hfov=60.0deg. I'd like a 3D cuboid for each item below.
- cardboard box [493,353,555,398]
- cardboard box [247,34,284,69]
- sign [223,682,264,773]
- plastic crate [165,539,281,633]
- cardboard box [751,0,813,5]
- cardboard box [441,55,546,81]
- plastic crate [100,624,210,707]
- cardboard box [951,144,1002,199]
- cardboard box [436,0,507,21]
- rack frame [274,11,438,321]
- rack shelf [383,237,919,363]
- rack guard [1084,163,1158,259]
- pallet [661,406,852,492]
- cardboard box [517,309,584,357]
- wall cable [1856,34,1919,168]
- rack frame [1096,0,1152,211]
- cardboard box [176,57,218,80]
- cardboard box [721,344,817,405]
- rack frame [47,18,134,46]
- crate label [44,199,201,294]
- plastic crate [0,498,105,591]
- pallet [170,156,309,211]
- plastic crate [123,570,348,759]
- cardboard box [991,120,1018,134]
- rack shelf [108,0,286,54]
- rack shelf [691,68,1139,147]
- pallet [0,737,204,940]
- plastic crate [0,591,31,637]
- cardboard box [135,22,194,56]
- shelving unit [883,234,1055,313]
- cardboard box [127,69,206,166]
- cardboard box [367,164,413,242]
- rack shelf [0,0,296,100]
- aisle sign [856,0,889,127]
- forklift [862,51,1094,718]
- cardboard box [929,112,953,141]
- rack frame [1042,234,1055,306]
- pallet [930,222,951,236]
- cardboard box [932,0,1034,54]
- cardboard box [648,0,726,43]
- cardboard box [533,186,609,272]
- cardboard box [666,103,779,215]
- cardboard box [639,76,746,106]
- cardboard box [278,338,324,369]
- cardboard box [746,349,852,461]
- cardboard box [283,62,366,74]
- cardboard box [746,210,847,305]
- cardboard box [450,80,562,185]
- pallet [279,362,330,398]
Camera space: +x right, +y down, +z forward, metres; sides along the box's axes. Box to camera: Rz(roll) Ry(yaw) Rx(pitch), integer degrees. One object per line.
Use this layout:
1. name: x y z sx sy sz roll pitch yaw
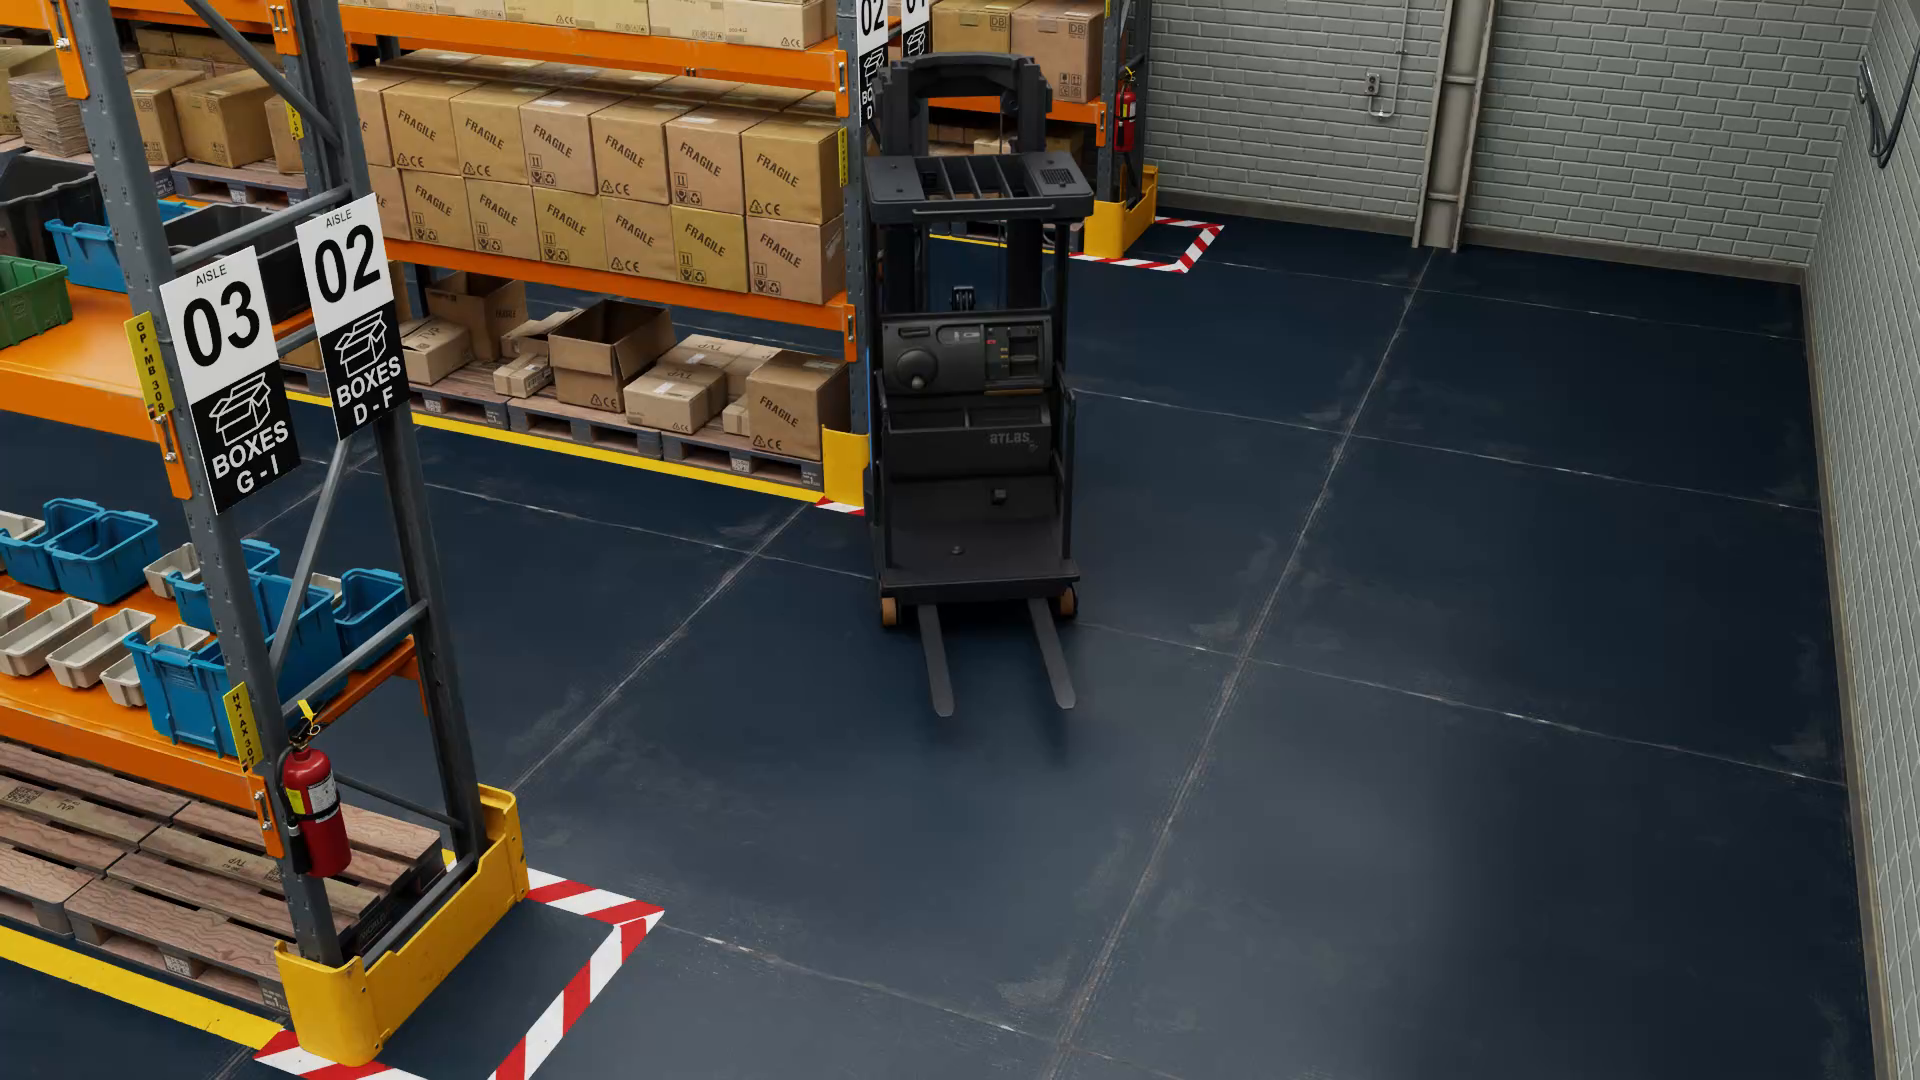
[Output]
1. cardboard box: -3.030 -1.153 11.585 0.250 0.166 0.380 11 31 19
2. cardboard box: -7.182 -5.199 17.643 0.500 0.250 0.500 12 32 20
3. sign: -2.494 0.654 5.790 0.005 0.325 0.100 11 31 19
4. plastic crate: -3.017 0.200 6.868 0.300 0.233 0.416 11 31 19
5. cardboard box: -1.008 -3.224 9.412 0.500 0.250 0.500 11 31 19
6. cardboard box: -3.101 -2.936 11.190 0.500 0.500 0.500 11 31 18
7. plastic crate: -3.126 0.491 6.450 0.243 0.136 0.396 11 31 19
8. cardboard box: 0.273 -3.317 15.095 0.500 0.500 0.700 11 31 19
9. cardboard box: -2.861 -3.377 10.192 0.500 0.250 0.500 11 31 19
10. rack frame: -4.143 -2.527 11.583 0.127 3.000 1.000 11 31 19
11. rack shelf: -2.289 -1.844 11.106 4.000 0.370 1.077 11 31 19
12. rack guard: 1.445 -2.953 14.879 0.348 0.500 1.175 11 31 19
13. pallet: -1.246 -0.734 11.245 1.213 0.211 1.003 11 31 19
14. cardboard box: -2.813 -1.433 11.933 0.500 0.311 0.500 11 31 19
15. wall cable: 6.529 -4.097 11.420 0.112 2.526 3.097 11 31 19
16. rack frame: 1.423 -4.046 14.271 0.127 3.000 1.000 11 31 19
17. cardboard box: -8.053 -5.055 18.150 0.500 0.500 0.700 12 32 20
18. cardboard box: -1.297 -1.104 11.413 0.500 0.250 0.500 11 31 19
19. rack frame: -9.697 -6.266 18.199 0.127 3.000 1.000 11 31 19
20. crate label: -3.035 -1.088 6.141 0.502 0.251 0.408 11 31 19
21. plastic crate: -3.905 0.023 7.181 0.300 0.233 0.416 11 31 19
22. pallet: -4.842 -2.641 11.980 1.213 0.211 1.003 11 31 19
23. plastic crate: -2.683 0.453 6.215 0.499 0.435 0.616 11 31 19
24. cardboard box: 0.458 -3.668 15.057 0.250 0.149 0.380 11 31 19
25. rack shelf: -5.996 -3.889 11.677 4.000 0.370 1.077 11 31 19
26. rack shelf: -0.430 -4.103 15.103 4.000 0.370 1.077 11 31 19
27. pallet: -4.178 1.288 7.667 1.213 0.211 1.003 11 31 19
28. plastic crate: -3.937 0.345 6.710 0.250 0.136 0.298 11 31 19
29. cardboard box: -8.599 -5.487 18.152 0.500 0.250 0.500 11 31 18
30. shelving unit: 0.077 -1.279 10.814 1.048 1.500 0.538 -15 39 -22
31. cardboard box: -5.803 -3.052 11.984 0.500 0.500 0.700 4 30 6
32. cardboard box: -3.773 -2.352 11.172 0.500 0.500 0.500 12 32 20
33. rack shelf: -4.155 -2.023 5.733 4.000 0.370 1.077 11 31 19
34. aisle sign: -0.488 -2.766 9.365 0.004 0.787 0.394 11 31 19
35. forklift: 0.068 -0.971 8.901 1.130 2.935 3.031 -3 30 -5
36. cardboard box: -0.248 -3.809 15.306 0.250 0.149 0.380 12 31 20
37. rack frame: 0.535 -1.399 11.001 0.032 1.500 0.500 -15 39 -22
38. pallet: -0.474 -3.171 15.557 1.213 0.211 1.003 11 31 19
39. cardboard box: 0.268 -4.396 14.586 0.700 0.700 0.980 11 31 19
40. cardboard box: -1.471 -3.100 9.701 0.500 0.250 0.500 11 31 19
41. cardboard box: -2.363 -2.071 10.676 0.500 0.500 0.500 11 31 18
42. cardboard box: -1.420 -2.316 10.092 0.500 0.500 0.500 12 32 20
43. cardboard box: -1.697 -2.656 10.694 0.500 0.500 0.500 12 32 20
44. cardboard box: -4.708 -1.591 12.020 0.500 0.500 0.500 11 31 19
45. cardboard box: -1.033 -0.878 10.760 0.500 0.500 0.500 11 31 19
46. cardboard box: -6.677 -4.739 17.590 0.500 0.500 0.700 12 32 20
47. cardboard box: -0.954 -1.789 10.176 0.500 0.500 0.500 12 32 21
48. cardboard box: -2.857 -2.600 10.594 0.500 0.500 0.500 10 31 18
49. pallet: -4.911 -1.446 12.505 1.213 0.211 1.003 11 31 19
